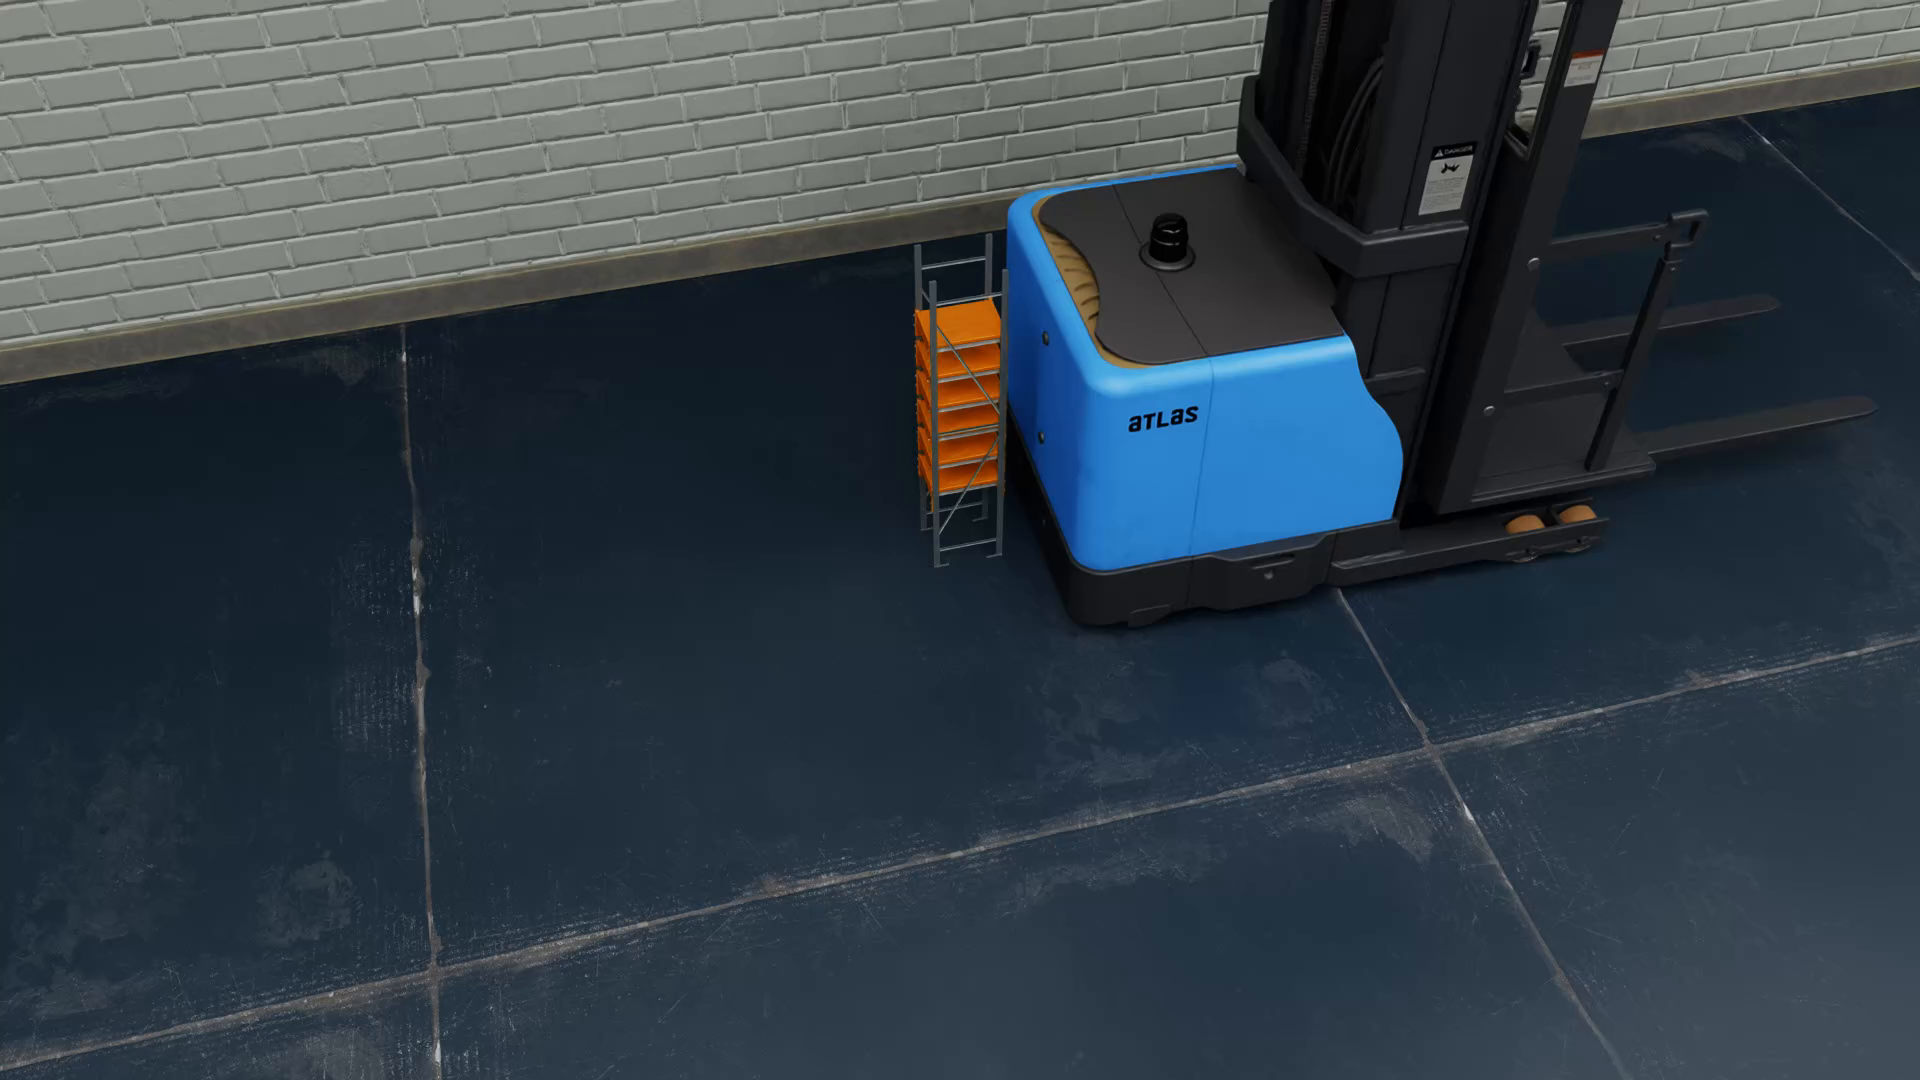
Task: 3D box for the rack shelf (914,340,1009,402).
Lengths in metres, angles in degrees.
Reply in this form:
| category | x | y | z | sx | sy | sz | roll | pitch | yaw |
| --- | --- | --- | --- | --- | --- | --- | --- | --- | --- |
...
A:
| category | x | y | z | sx | sy | sz | roll | pitch | yaw |
| --- | --- | --- | --- | --- | --- | --- | --- | --- | --- |
| rack shelf | 0.004 | -0.547 | 5.172 | 0.258 | 0.103 | 0.180 | -11 | 47 | -10 |

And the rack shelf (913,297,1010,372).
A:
| category | x | y | z | sx | sy | sz | roll | pitch | yaw |
| --- | --- | --- | --- | --- | --- | --- | --- | --- | --- |
| rack shelf | 0.004 | -0.631 | 5.086 | 0.258 | 0.103 | 0.180 | -11 | 47 | -10 |

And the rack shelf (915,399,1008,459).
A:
| category | x | y | z | sx | sy | sz | roll | pitch | yaw |
| --- | --- | --- | --- | --- | --- | --- | --- | --- | --- |
| rack shelf | 0.004 | -0.379 | 5.343 | 0.258 | 0.103 | 0.180 | -11 | 47 | -10 |

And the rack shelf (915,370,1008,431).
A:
| category | x | y | z | sx | sy | sz | roll | pitch | yaw |
| --- | --- | --- | --- | --- | --- | --- | --- | --- | --- |
| rack shelf | 0.004 | -0.463 | 5.258 | 0.258 | 0.103 | 0.180 | -11 | 47 | -10 |

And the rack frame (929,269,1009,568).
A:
| category | x | y | z | sx | sy | sz | roll | pitch | yaw |
| --- | --- | --- | --- | --- | --- | --- | --- | --- | --- |
| rack frame | 0.027 | -0.347 | 5.250 | 0.240 | 1.200 | 0.006 | -11 | 47 | -10 |

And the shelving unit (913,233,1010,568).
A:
| category | x | y | z | sx | sy | sz | roll | pitch | yaw |
| --- | --- | --- | --- | --- | --- | --- | --- | --- | --- |
| shelving unit | 0.004 | -0.410 | 5.312 | 0.258 | 1.200 | 0.189 | -11 | 47 | -10 |

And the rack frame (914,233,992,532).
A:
| category | x | y | z | sx | sy | sz | roll | pitch | yaw |
| --- | --- | --- | --- | --- | --- | --- | --- | --- | --- |
| rack frame | -0.020 | -0.473 | 5.374 | 0.240 | 1.200 | 0.006 | -11 | 47 | -10 |

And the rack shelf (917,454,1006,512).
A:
| category | x | y | z | sx | sy | sz | roll | pitch | yaw |
| --- | --- | --- | --- | --- | --- | --- | --- | --- | --- |
| rack shelf | 0.004 | -0.211 | 5.515 | 0.258 | 0.103 | 0.180 | -11 | 47 | -10 |

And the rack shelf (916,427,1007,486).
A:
| category | x | y | z | sx | sy | sz | roll | pitch | yaw |
| --- | --- | --- | --- | --- | --- | --- | --- | --- | --- |
| rack shelf | 0.004 | -0.295 | 5.429 | 0.258 | 0.103 | 0.180 | -11 | 47 | -10 |

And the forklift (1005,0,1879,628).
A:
| category | x | y | z | sx | sy | sz | roll | pitch | yaw |
| --- | --- | --- | --- | --- | --- | --- | --- | --- | --- |
| forklift | 1.712 | -1.308 | 4.979 | 3.031 | 2.935 | 1.130 | -10 | 46 | -10 |
